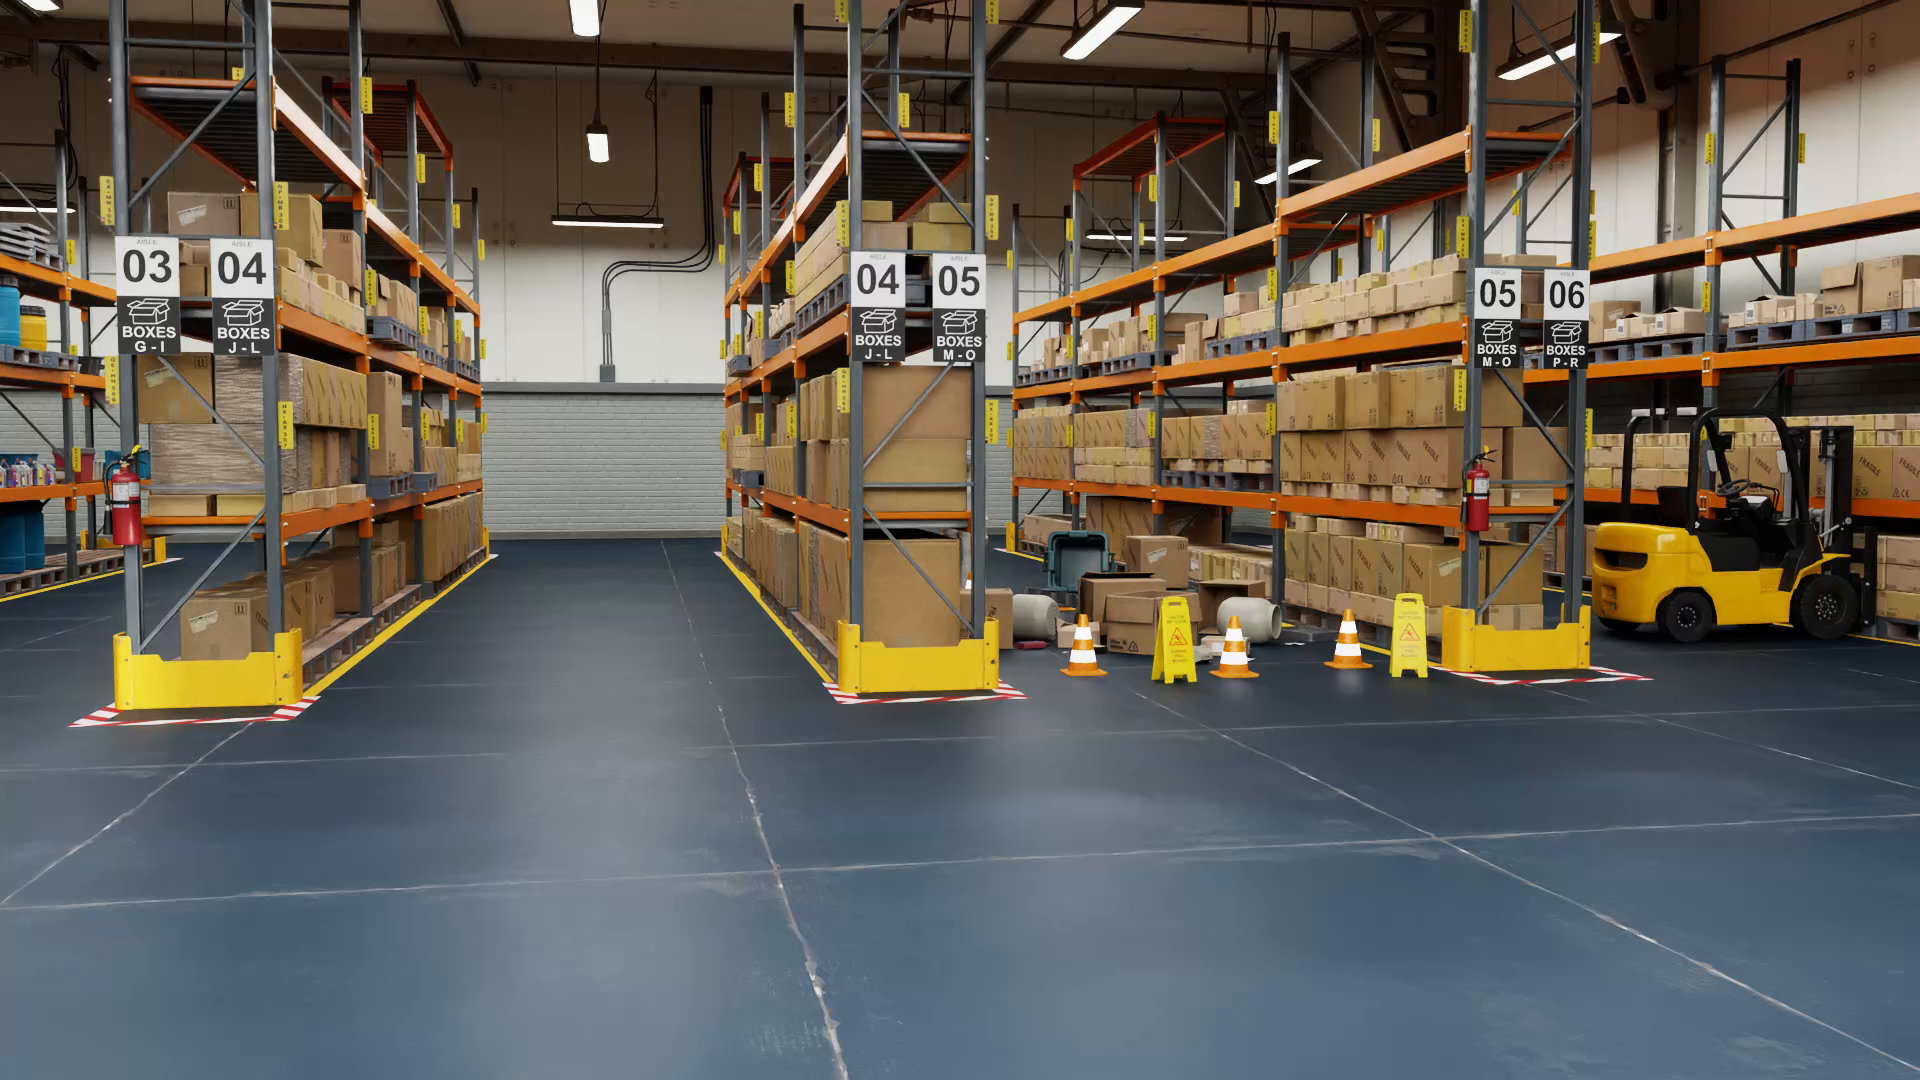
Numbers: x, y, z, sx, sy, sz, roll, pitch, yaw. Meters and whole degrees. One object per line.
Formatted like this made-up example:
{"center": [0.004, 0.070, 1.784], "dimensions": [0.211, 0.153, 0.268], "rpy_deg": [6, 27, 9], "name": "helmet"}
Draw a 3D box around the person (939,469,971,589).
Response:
{"center": [-0.025, -0.082, 18.674], "dimensions": [0.569, 1.627, 0.886], "rpy_deg": [0, 3, 7], "name": "person"}
